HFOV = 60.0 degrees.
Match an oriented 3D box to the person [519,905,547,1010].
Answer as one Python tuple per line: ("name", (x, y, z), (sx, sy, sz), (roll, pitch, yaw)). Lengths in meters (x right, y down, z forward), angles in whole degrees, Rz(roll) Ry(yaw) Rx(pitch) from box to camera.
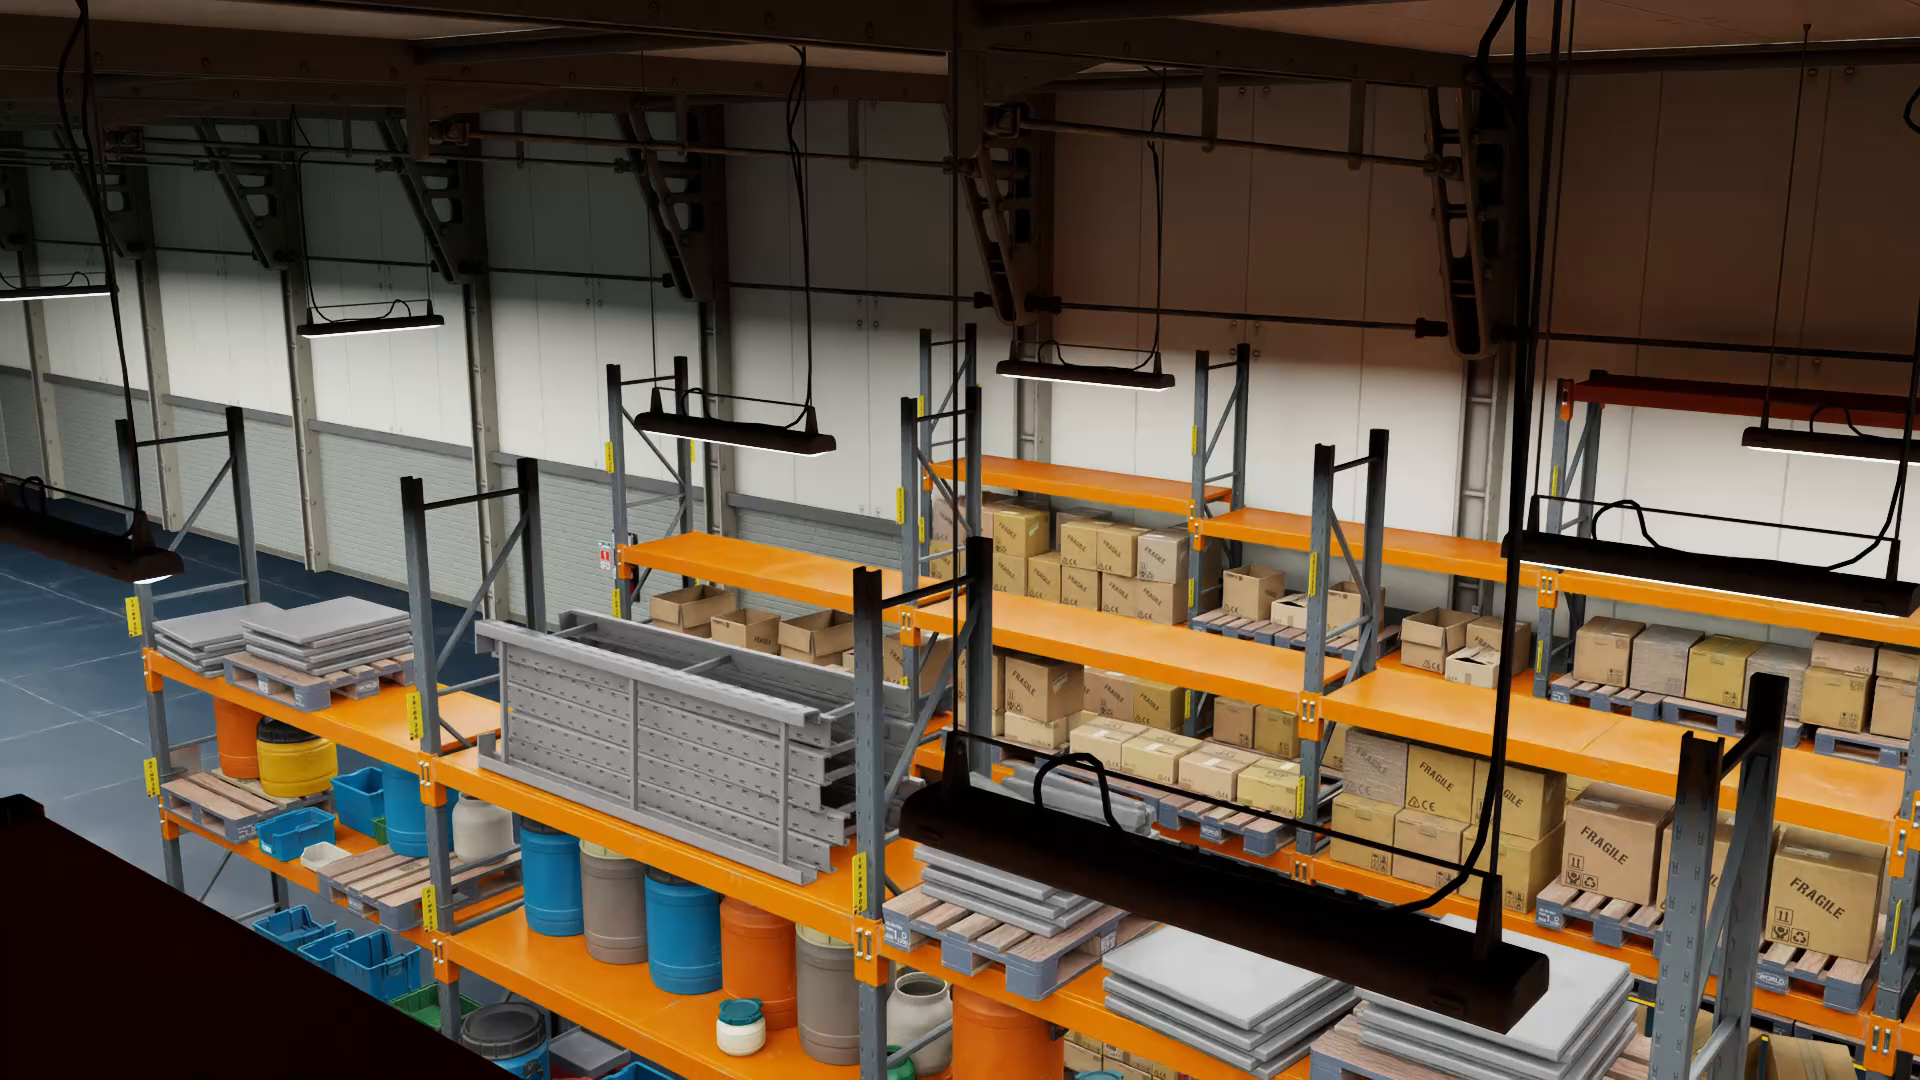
("person", (-3.960, 3.733, 16.007), (0.552, 1.655, 0.480), (-9, 15, -35))
